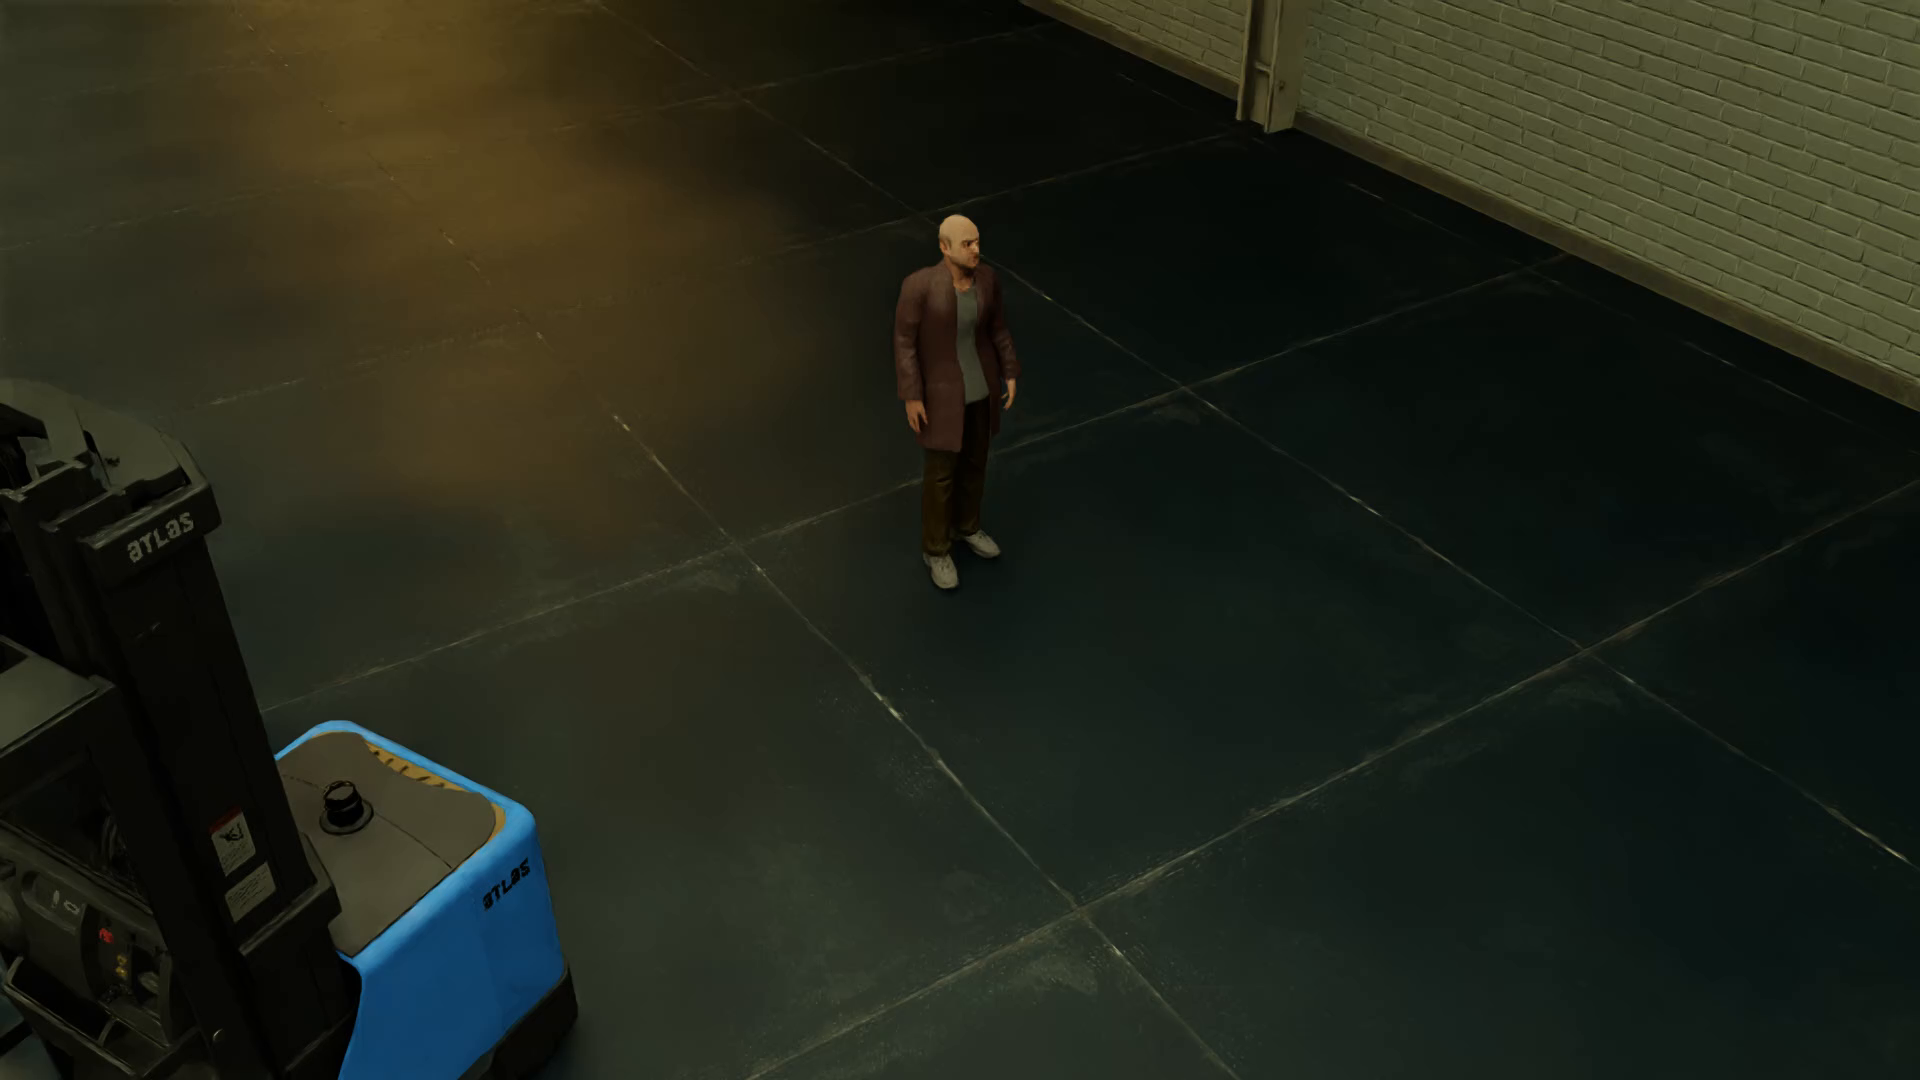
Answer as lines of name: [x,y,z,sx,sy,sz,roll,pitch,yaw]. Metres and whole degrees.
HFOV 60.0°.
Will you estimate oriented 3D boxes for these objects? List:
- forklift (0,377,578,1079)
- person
forklift: [-2.596,1.166,4.488,1.130,2.935,3.031,19,39,25]
person: [0.046,-0.688,8.117,0.694,1.776,0.580,-21,40,-27]
